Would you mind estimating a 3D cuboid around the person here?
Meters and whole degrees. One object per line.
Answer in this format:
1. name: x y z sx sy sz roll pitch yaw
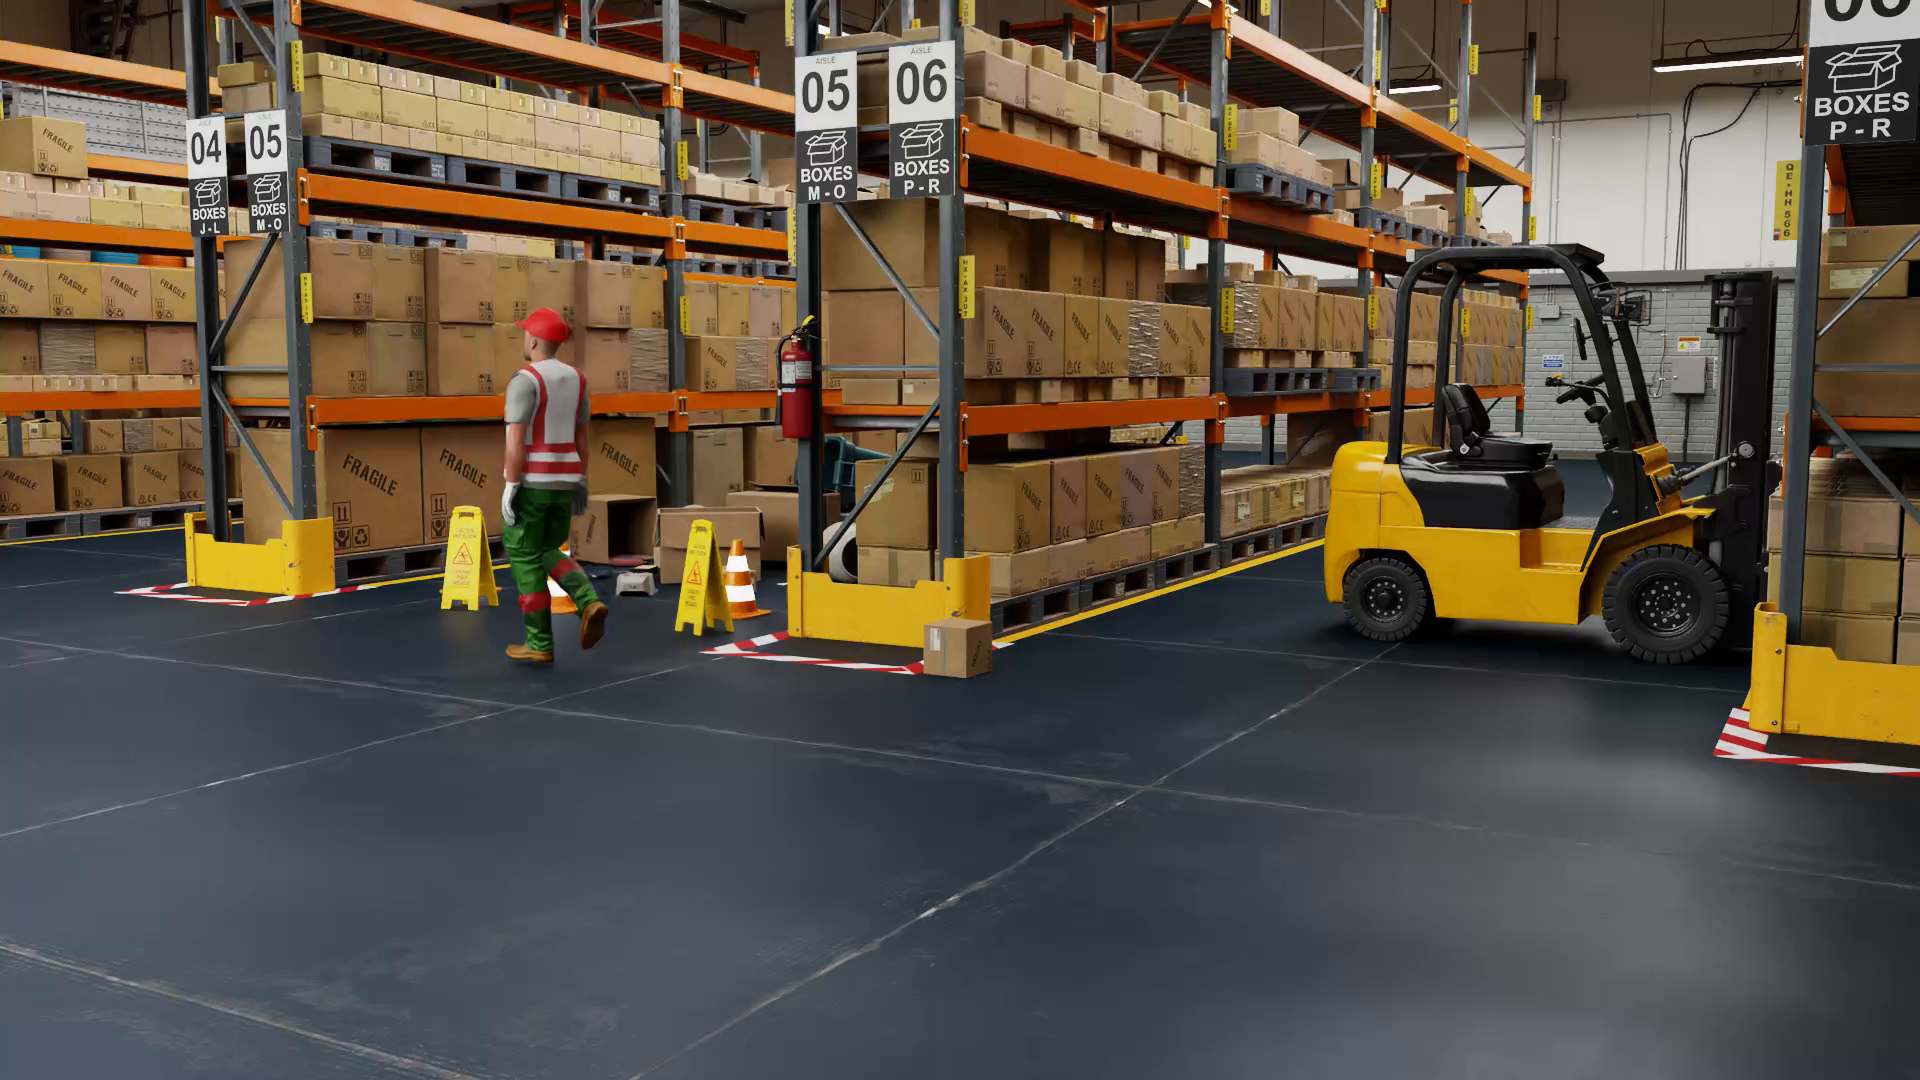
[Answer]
1. person: -2.071 -0.274 8.386 0.535 1.780 0.570 3 7 31
